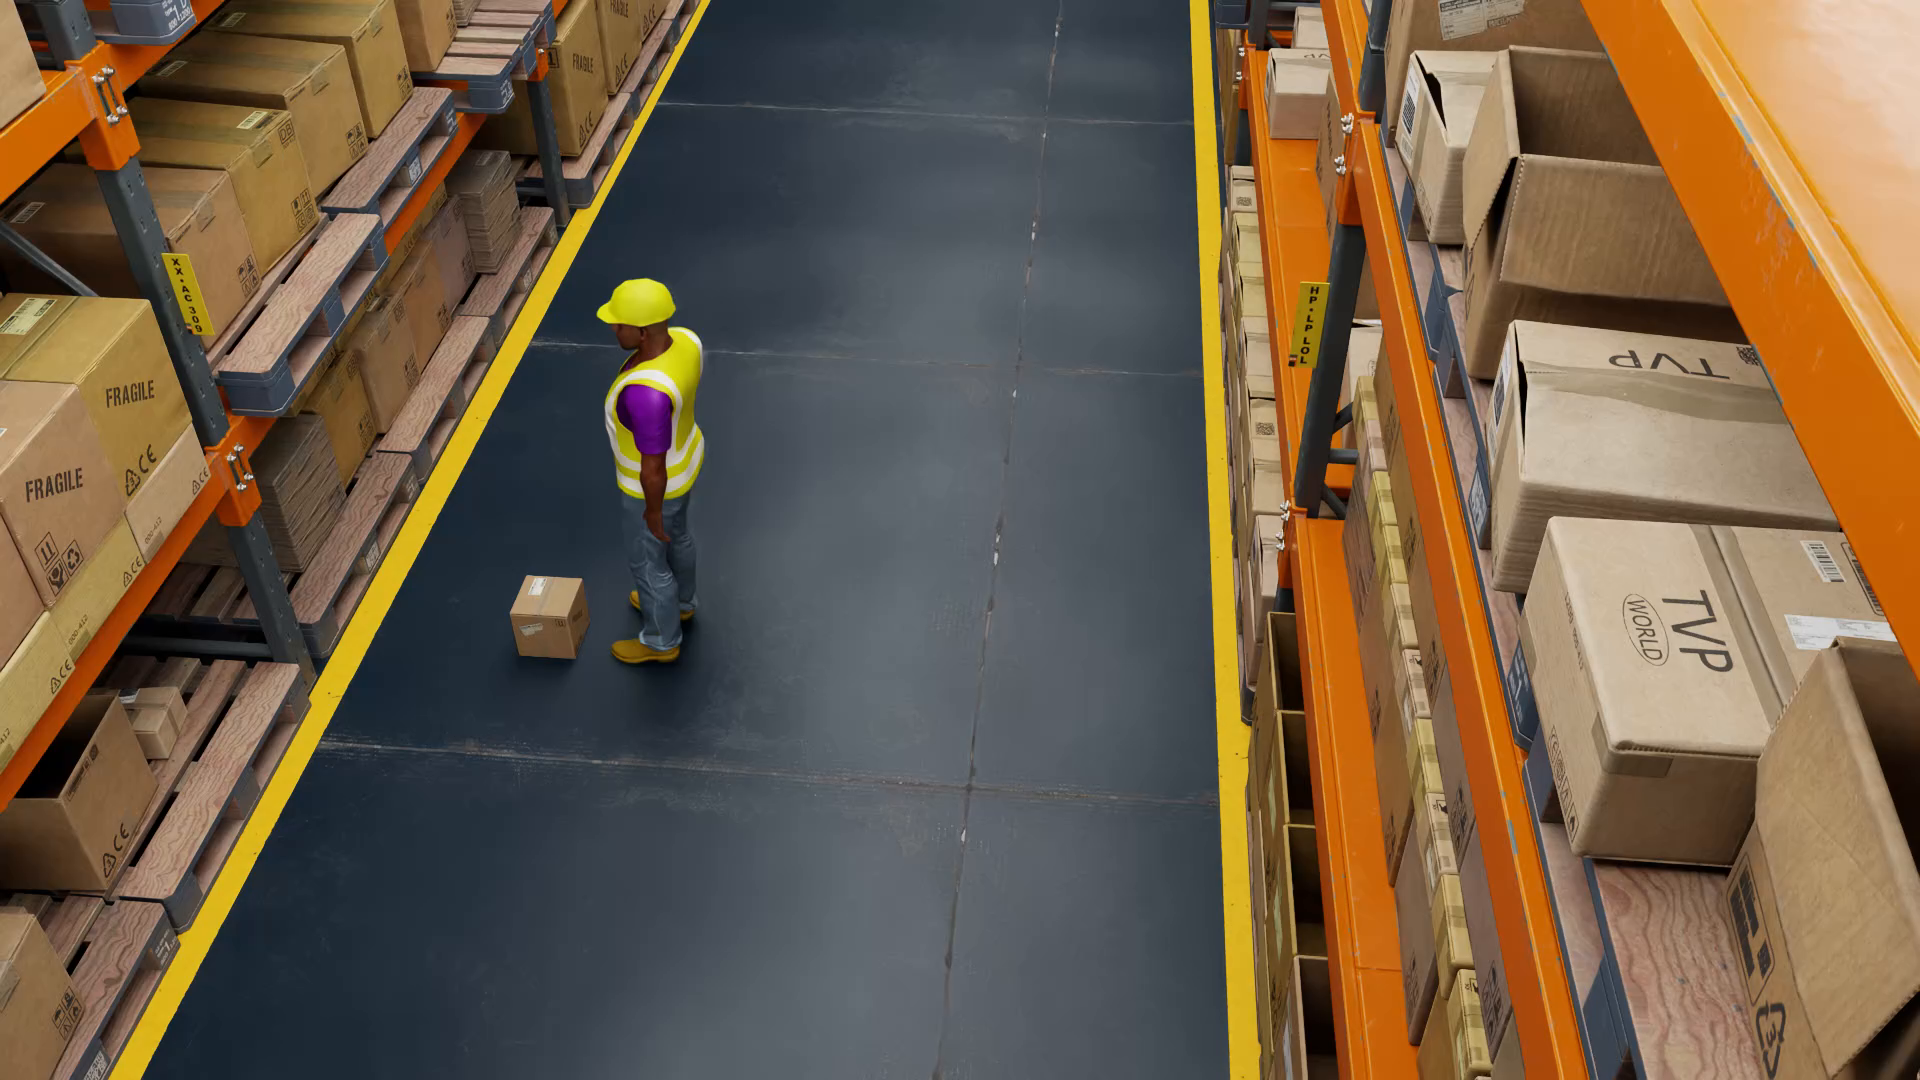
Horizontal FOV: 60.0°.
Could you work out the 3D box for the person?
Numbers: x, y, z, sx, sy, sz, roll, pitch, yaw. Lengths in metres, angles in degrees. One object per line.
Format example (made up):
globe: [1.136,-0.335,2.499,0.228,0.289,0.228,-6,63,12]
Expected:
person: [-1.264,-0.279,6.745,0.483,1.783,0.584,7,40,8]
